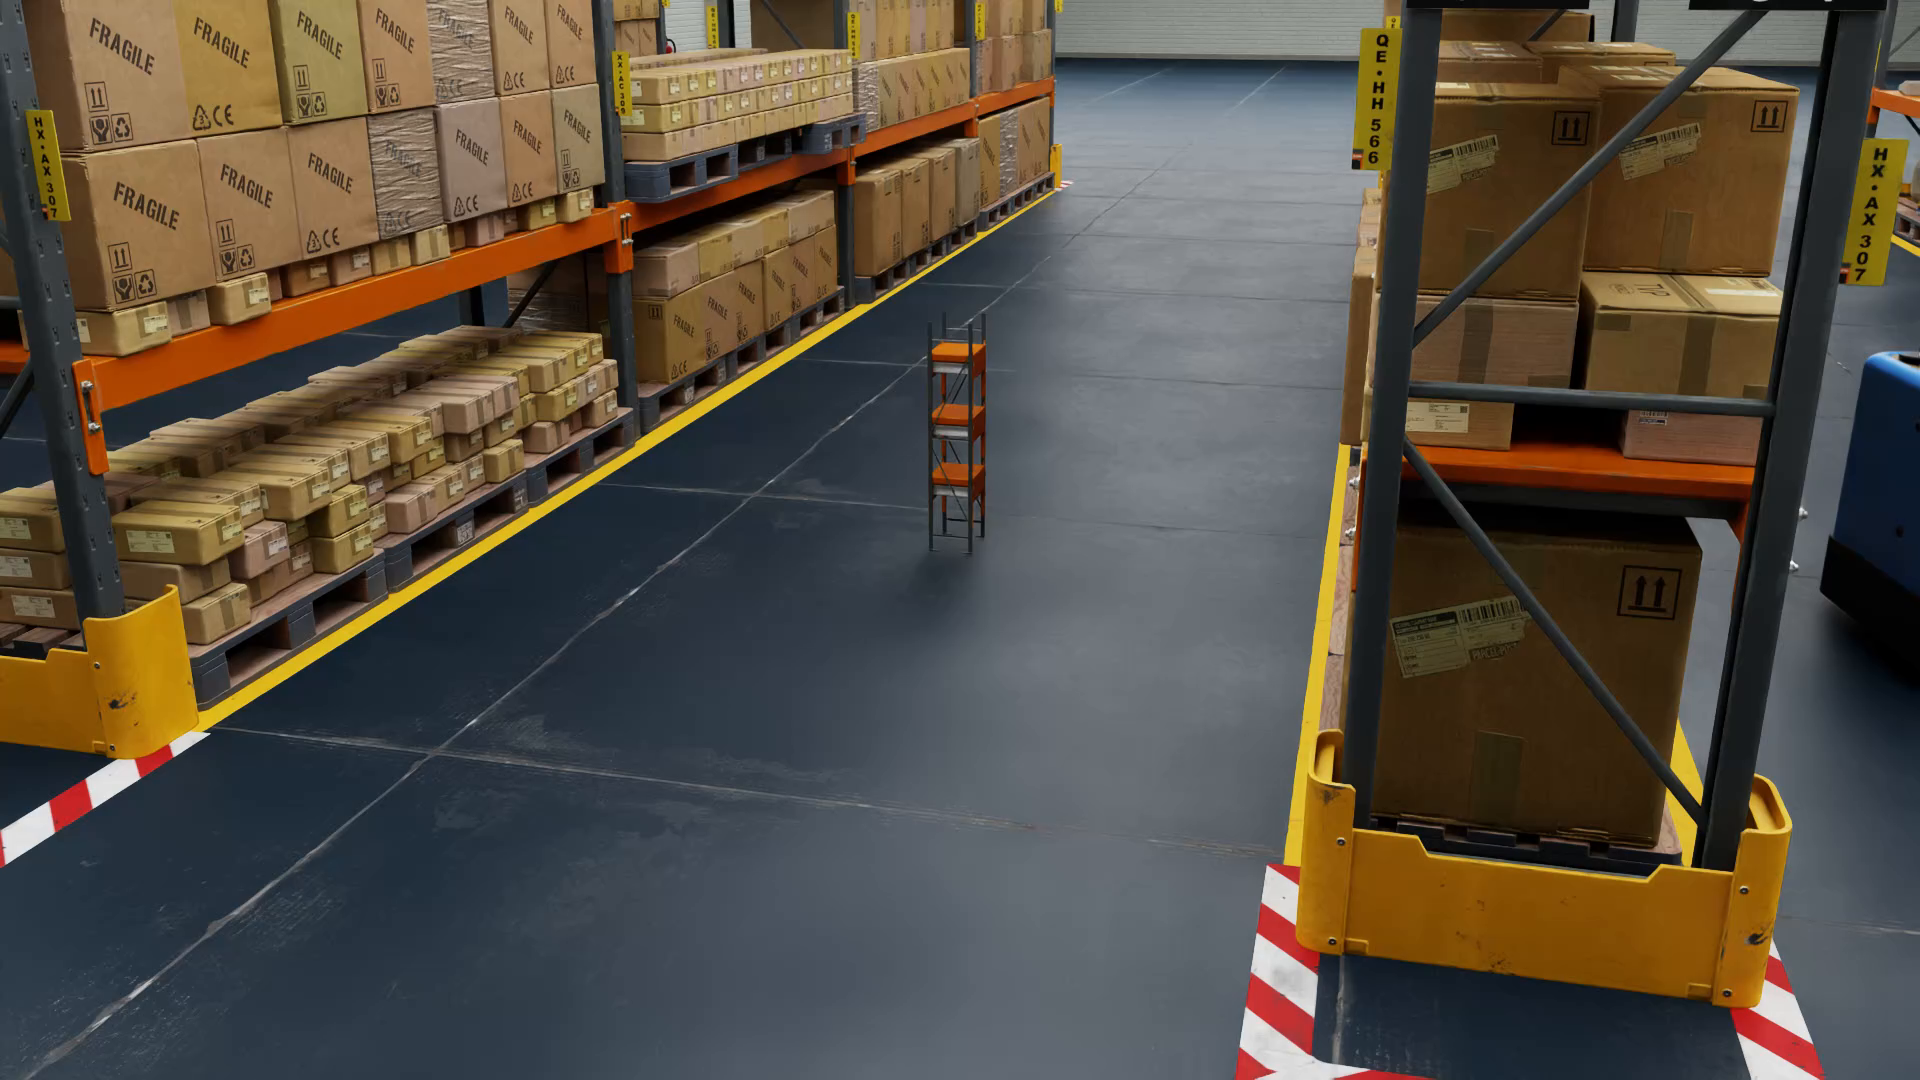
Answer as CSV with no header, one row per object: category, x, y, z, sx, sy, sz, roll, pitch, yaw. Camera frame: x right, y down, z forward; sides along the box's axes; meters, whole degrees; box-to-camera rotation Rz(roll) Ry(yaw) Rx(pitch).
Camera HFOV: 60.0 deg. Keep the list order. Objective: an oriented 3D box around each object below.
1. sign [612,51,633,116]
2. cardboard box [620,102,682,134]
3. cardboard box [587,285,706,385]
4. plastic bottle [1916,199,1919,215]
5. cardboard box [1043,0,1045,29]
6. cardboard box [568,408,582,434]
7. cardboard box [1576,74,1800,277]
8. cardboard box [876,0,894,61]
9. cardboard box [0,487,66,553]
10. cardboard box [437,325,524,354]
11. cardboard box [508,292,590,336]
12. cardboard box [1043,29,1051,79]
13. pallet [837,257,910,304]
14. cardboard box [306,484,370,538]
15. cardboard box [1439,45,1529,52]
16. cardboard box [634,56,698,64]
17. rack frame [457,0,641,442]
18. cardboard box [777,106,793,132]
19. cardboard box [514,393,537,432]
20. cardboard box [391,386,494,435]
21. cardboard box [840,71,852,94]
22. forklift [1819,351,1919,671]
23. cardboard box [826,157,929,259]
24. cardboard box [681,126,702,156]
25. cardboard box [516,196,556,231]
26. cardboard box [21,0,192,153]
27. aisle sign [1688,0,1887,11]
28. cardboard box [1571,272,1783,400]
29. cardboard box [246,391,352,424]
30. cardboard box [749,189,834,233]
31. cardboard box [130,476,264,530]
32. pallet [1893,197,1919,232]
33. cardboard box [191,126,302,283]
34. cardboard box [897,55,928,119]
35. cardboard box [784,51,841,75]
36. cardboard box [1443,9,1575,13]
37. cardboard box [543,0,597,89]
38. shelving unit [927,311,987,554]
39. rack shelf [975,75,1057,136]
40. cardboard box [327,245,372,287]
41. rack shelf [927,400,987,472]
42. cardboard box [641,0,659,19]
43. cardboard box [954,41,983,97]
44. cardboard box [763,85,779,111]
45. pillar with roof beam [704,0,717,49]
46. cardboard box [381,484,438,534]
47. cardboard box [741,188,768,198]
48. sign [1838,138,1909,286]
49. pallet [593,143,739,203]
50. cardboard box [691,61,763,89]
sign,-1.766,-2.381,8.679,0.100,0.325,0.005,5,19,13
cardboard box,-1.752,-2.320,9.117,0.380,0.149,0.250,5,19,14
cardboard box,-1.857,-1.238,9.890,0.500,0.500,0.500,5,20,16
plastic bottle,9.480,-3.332,16.342,0.097,0.271,0.097,0,19,0
cardboard box,0.509,-6.242,19.419,0.875,0.550,0.550,5,19,13
cardboard box,-2.204,-0.637,8.672,0.380,0.149,0.250,5,20,15
cardboard box,2.015,-1.045,4.719,0.500,0.500,0.500,4,19,12
cardboard box,-0.952,-4.246,13.775,0.700,0.500,0.500,4,19,13
cardboard box,-3.388,-0.075,6.108,0.380,0.149,0.250,5,19,14
cardboard box,-2.579,-1.051,8.966,0.380,0.149,0.250,5,20,16
cardboard box,-2.358,-1.280,10.011,0.500,0.500,0.500,4,19,12
cardboard box,0.591,-5.724,19.574,0.875,0.550,0.550,5,19,13
pallet,-1.051,-2.187,13.765,1.003,0.211,1.213,5,19,13
cardboard box,-2.631,-0.129,6.727,0.380,0.149,0.250,5,20,15
cardboard box,1.998,-1.730,6.722,0.500,0.500,0.500,5,19,13
cardboard box,-1.937,-3.085,10.899,0.380,0.149,0.250,5,20,15
rack frame,-2.294,-2.012,8.937,1.000,3.000,0.127,5,19,13
cardboard box,-1.310,-2.753,10.846,0.380,0.149,0.250,5,20,15
cardboard box,-2.322,-0.636,8.211,0.380,0.149,0.250,5,19,14
cardboard box,-2.376,-0.596,7.633,0.380,0.149,0.250,4,19,11
cardboard box,-0.996,-3.295,11.974,0.380,0.149,0.250,5,20,15
forklift,5.030,-0.943,5.913,3.031,2.935,1.130,1,19,2
cardboard box,-0.871,-2.858,14.245,1.050,0.750,0.750,5,19,14
cardboard box,-1.690,-2.266,9.421,0.380,0.149,0.250,5,19,14
cardboard box,-2.218,-1.617,8.169,0.380,0.149,0.250,5,20,16
cardboard box,-2.904,-1.539,5.391,0.500,0.500,0.500,5,19,13
aisle sign,1.787,-1.519,3.472,0.394,0.787,0.004,5,19,13
cardboard box,1.892,-0.534,4.381,0.500,0.250,0.500,4,19,12
cardboard box,-2.986,-0.564,7.538,0.380,0.149,0.250,5,19,14
cardboard box,-1.230,-2.401,12.135,0.500,0.250,0.500,4,19,12
cardboard box,-2.863,-0.123,6.246,0.380,0.149,0.250,5,19,14
pallet,10.049,-3.357,17.190,1.003,0.211,1.213,5,19,13
cardboard box,-2.788,-1.235,6.048,0.500,0.500,0.500,5,19,13
cardboard box,-0.577,-3.906,14.328,0.500,0.500,0.500,4,19,13
cardboard box,-1.056,-3.359,11.699,0.380,0.149,0.250,4,19,13
cardboard box,2.818,-2.526,8.735,0.797,0.503,0.637,5,19,14
cardboard box,-2.147,-2.504,8.217,0.500,0.500,0.500,4,19,11
shelving unit,-0.013,-0.480,7.469,0.215,1.050,0.252,5,19,13
rack shelf,0.149,-4.806,18.230,1.077,0.370,4.000,5,19,13
cardboard box,-2.627,-1.128,6.739,0.380,0.149,0.250,4,19,12
rack shelf,-0.013,-0.470,7.472,0.215,0.259,0.240,5,19,13
cardboard box,-4.100,-6.616,20.256,0.700,0.500,0.500,4,19,12
cardboard box,-0.261,-4.707,16.595,0.875,0.550,0.550,5,19,13
cardboard box,-1.372,-2.810,10.553,0.380,0.149,0.250,4,19,12
pillar with roof beam,-1.473,-14.517,36.267,9.100,9.000,0.400,5,19,13
cardboard box,-2.511,-0.144,7.229,0.380,0.149,0.250,4,19,11
cardboard box,-1.720,-2.439,12.246,0.500,0.250,0.500,4,19,11
sign,2.050,-0.736,3.741,0.100,0.325,0.005,5,19,13
pallet,-1.966,-2.149,9.636,1.003,0.211,1.213,5,19,13
cardboard box,-1.437,-2.866,10.256,0.380,0.149,0.250,5,20,15
